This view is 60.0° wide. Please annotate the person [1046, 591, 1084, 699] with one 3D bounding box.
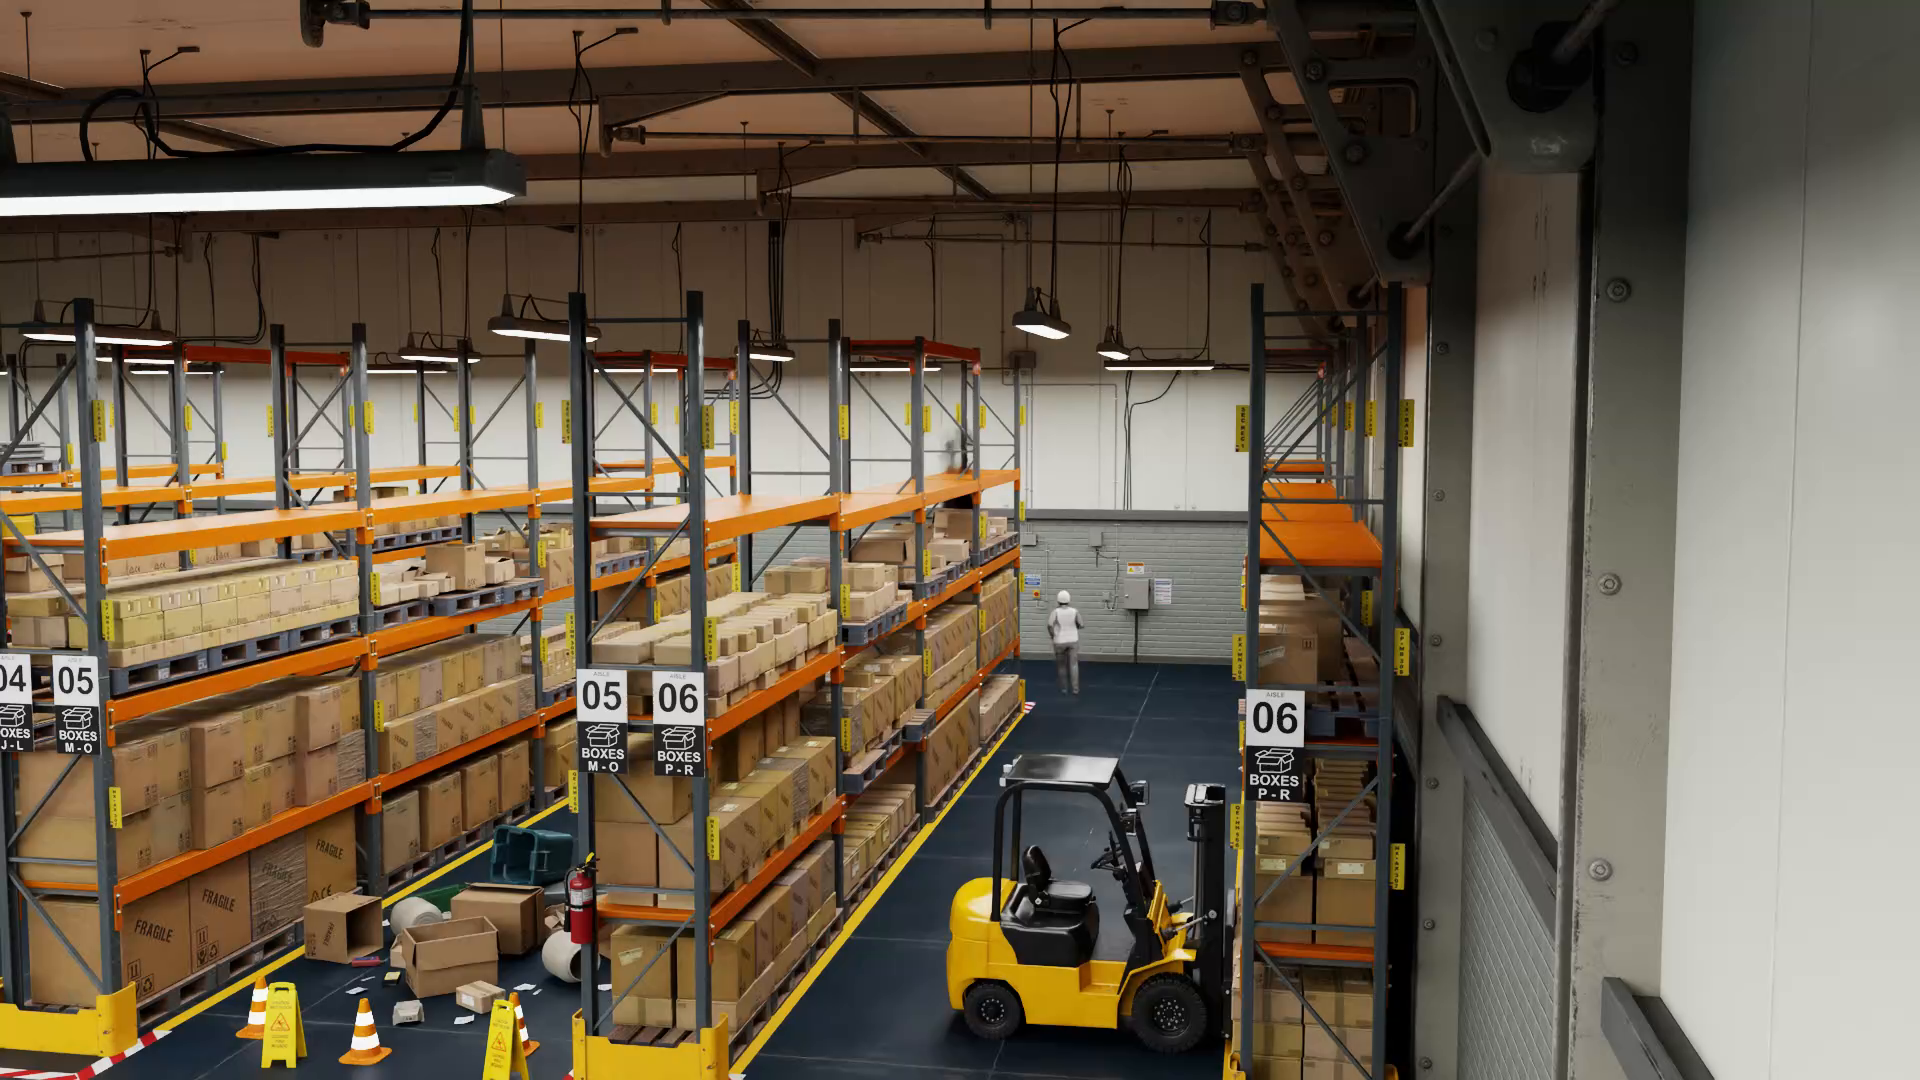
[{"bbox_3d":[1.746,1.745,27.756,0.665,1.807,0.794,0,5,-5],"label":"person"}]
